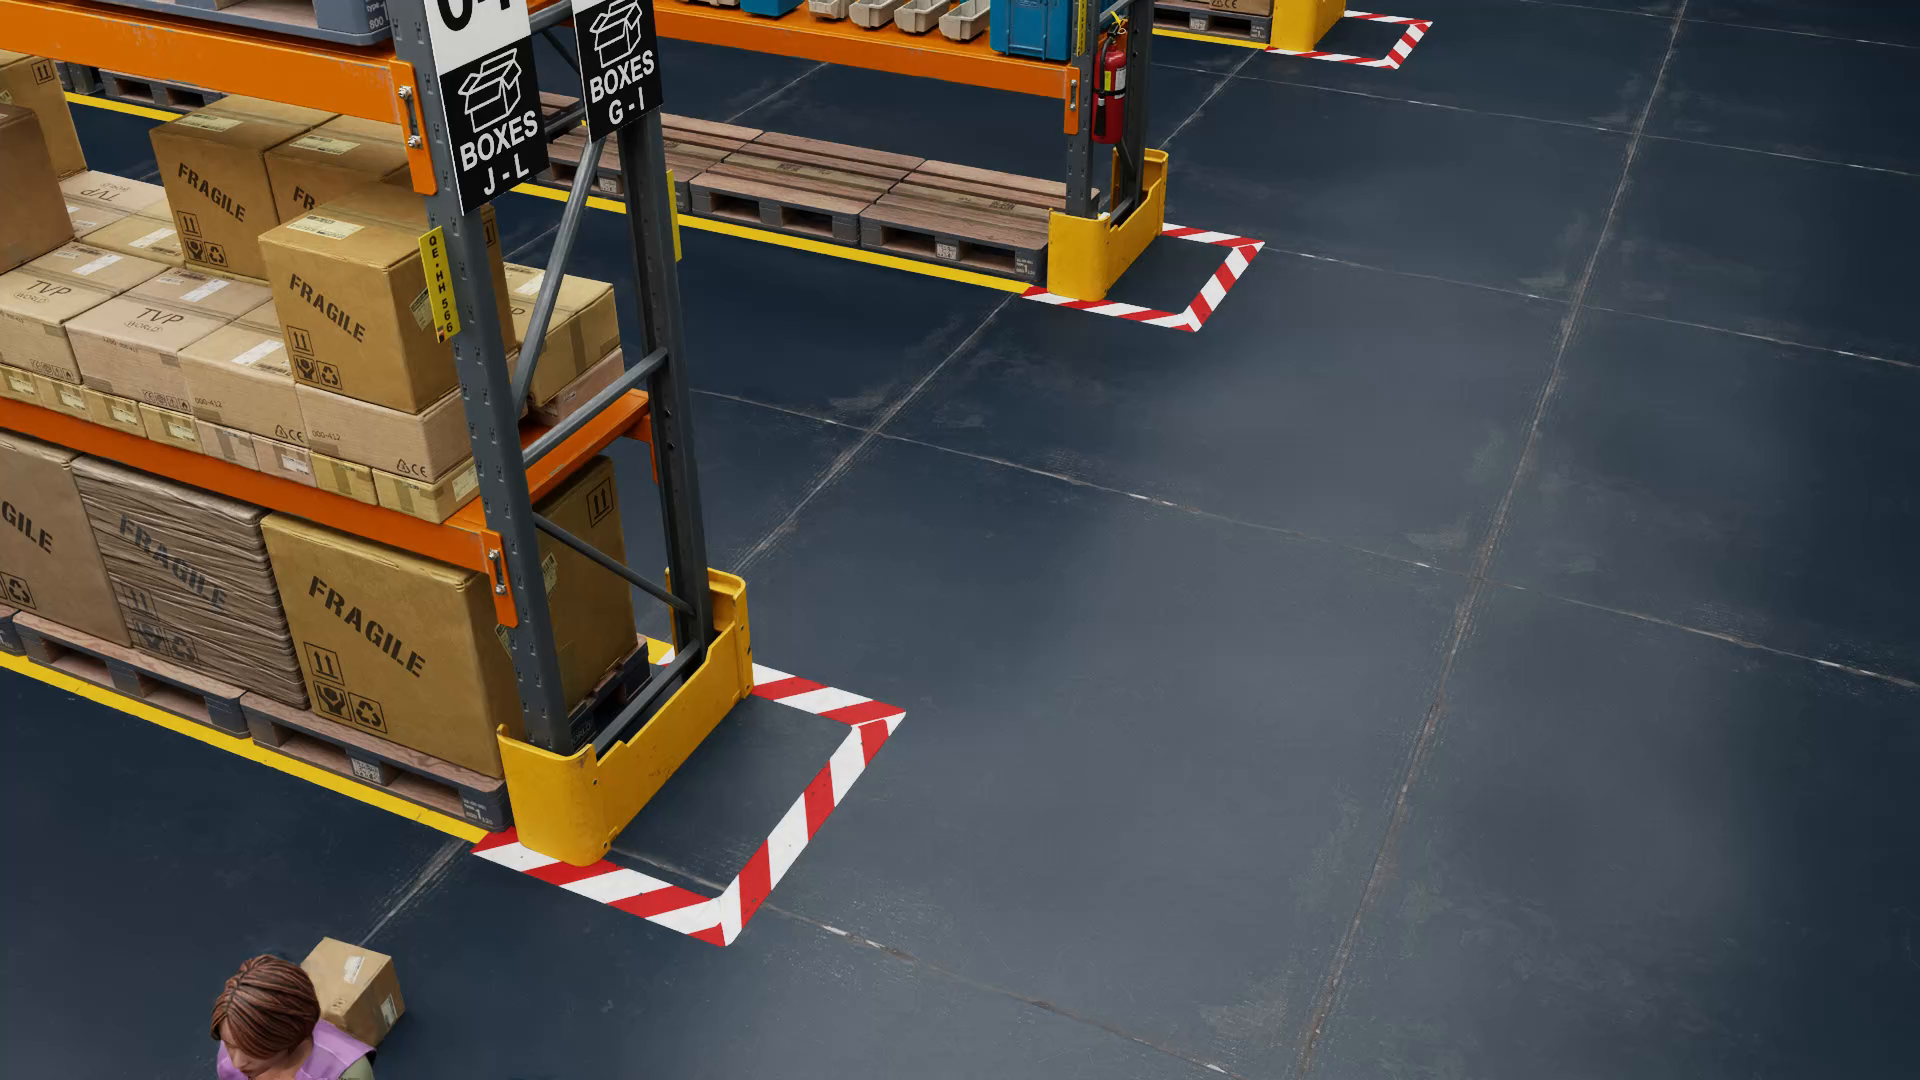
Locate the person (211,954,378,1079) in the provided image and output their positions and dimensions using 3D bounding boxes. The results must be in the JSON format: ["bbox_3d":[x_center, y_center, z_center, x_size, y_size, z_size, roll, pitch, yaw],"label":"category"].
[{"bbox_3d":[-1.442,1.530,3.864,0.440,1.608,0.440,10,35,14],"label":"person"}]
